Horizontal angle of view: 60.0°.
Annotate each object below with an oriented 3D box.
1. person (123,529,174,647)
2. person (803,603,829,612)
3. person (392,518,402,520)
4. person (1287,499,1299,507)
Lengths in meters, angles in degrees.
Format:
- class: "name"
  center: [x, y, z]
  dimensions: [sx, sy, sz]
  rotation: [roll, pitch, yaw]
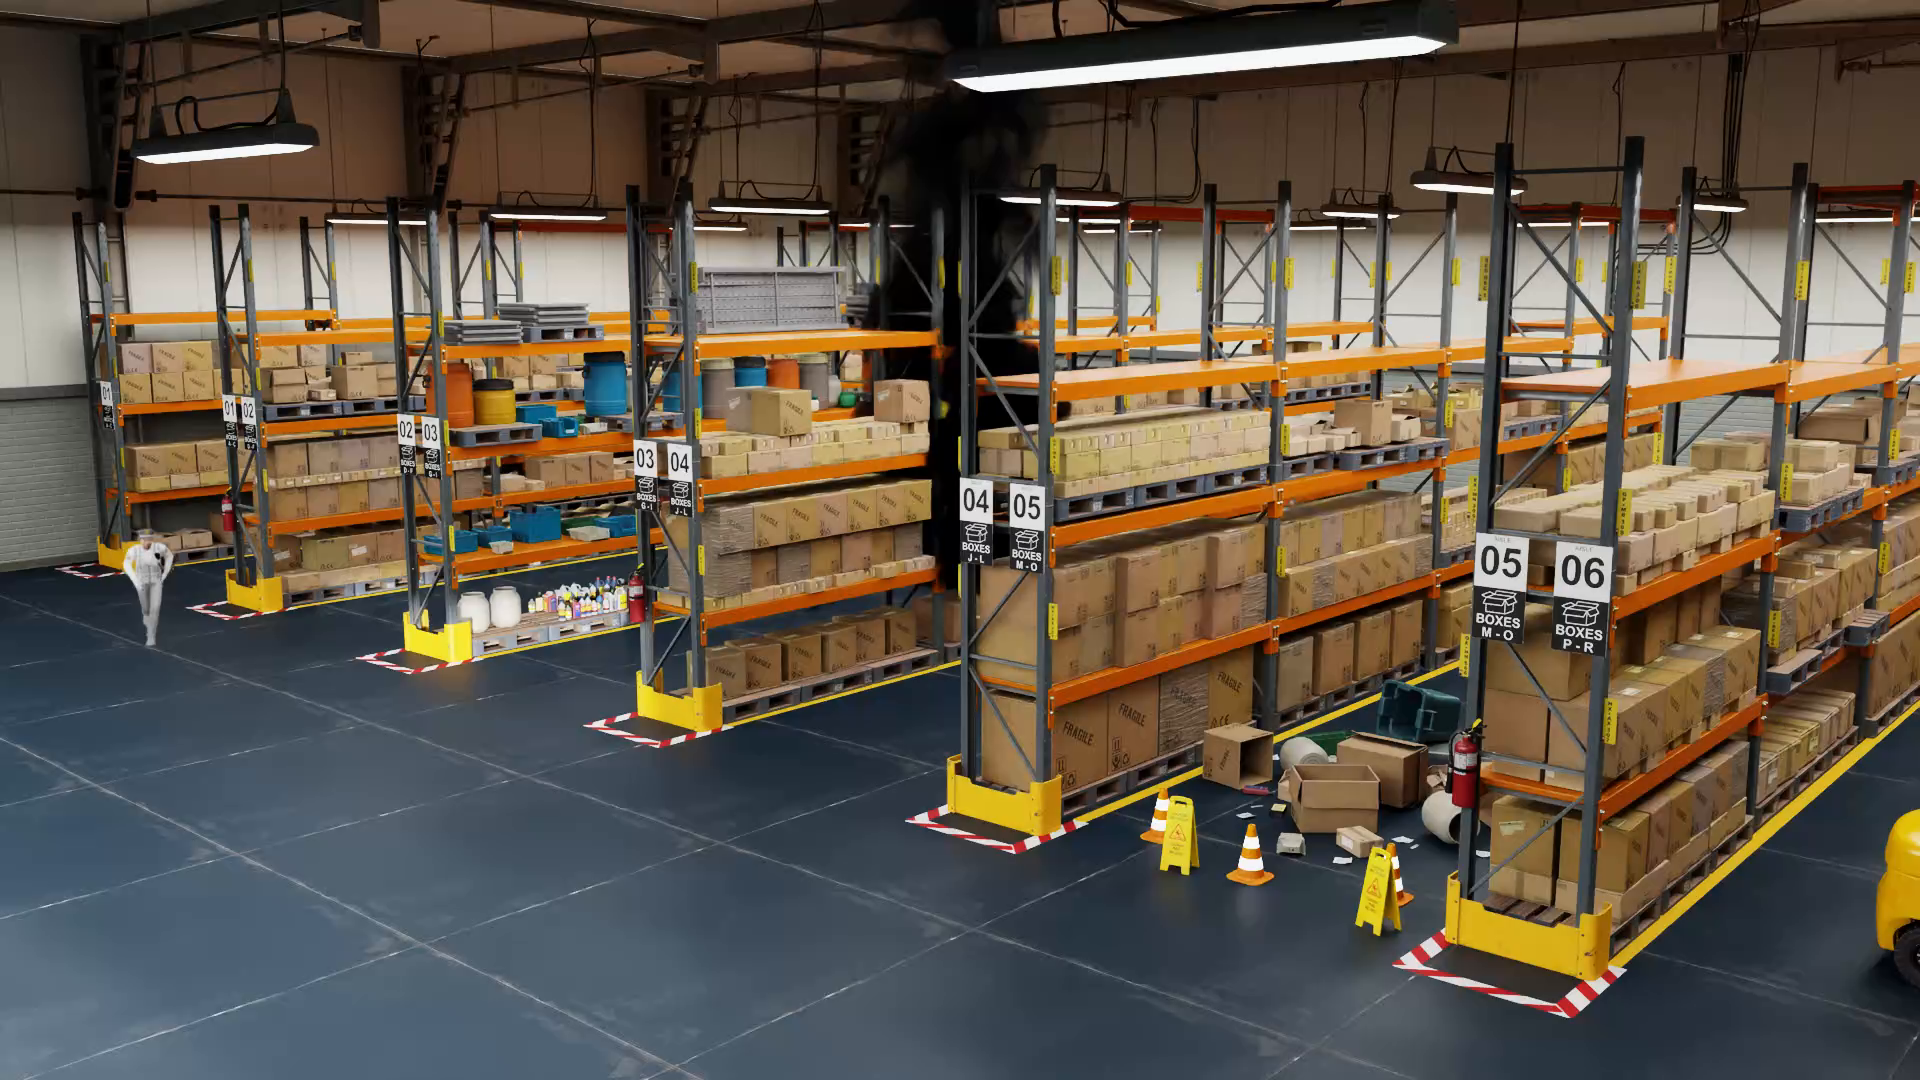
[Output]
- class: "person"
  center: [-11.191, 0.604, 22.953]
  dimensions: [0.630, 1.631, 0.919]
  rotation: [-6, 11, -33]
- class: "person"
  center: [-1.997, 0.125, 23.604]
  dimensions: [0.663, 1.719, 0.848]
  rotation: [5, 11, 28]
- class: "person"
  center: [-9.812, -0.545, 29.182]
  dimensions: [0.663, 1.752, 0.926]
  rotation: [5, 11, 29]
- class: "person"
  center: [5.045, 0.114, 25.329]
  dimensions: [0.578, 1.484, 0.795]
  rotation: [6, 11, 30]
